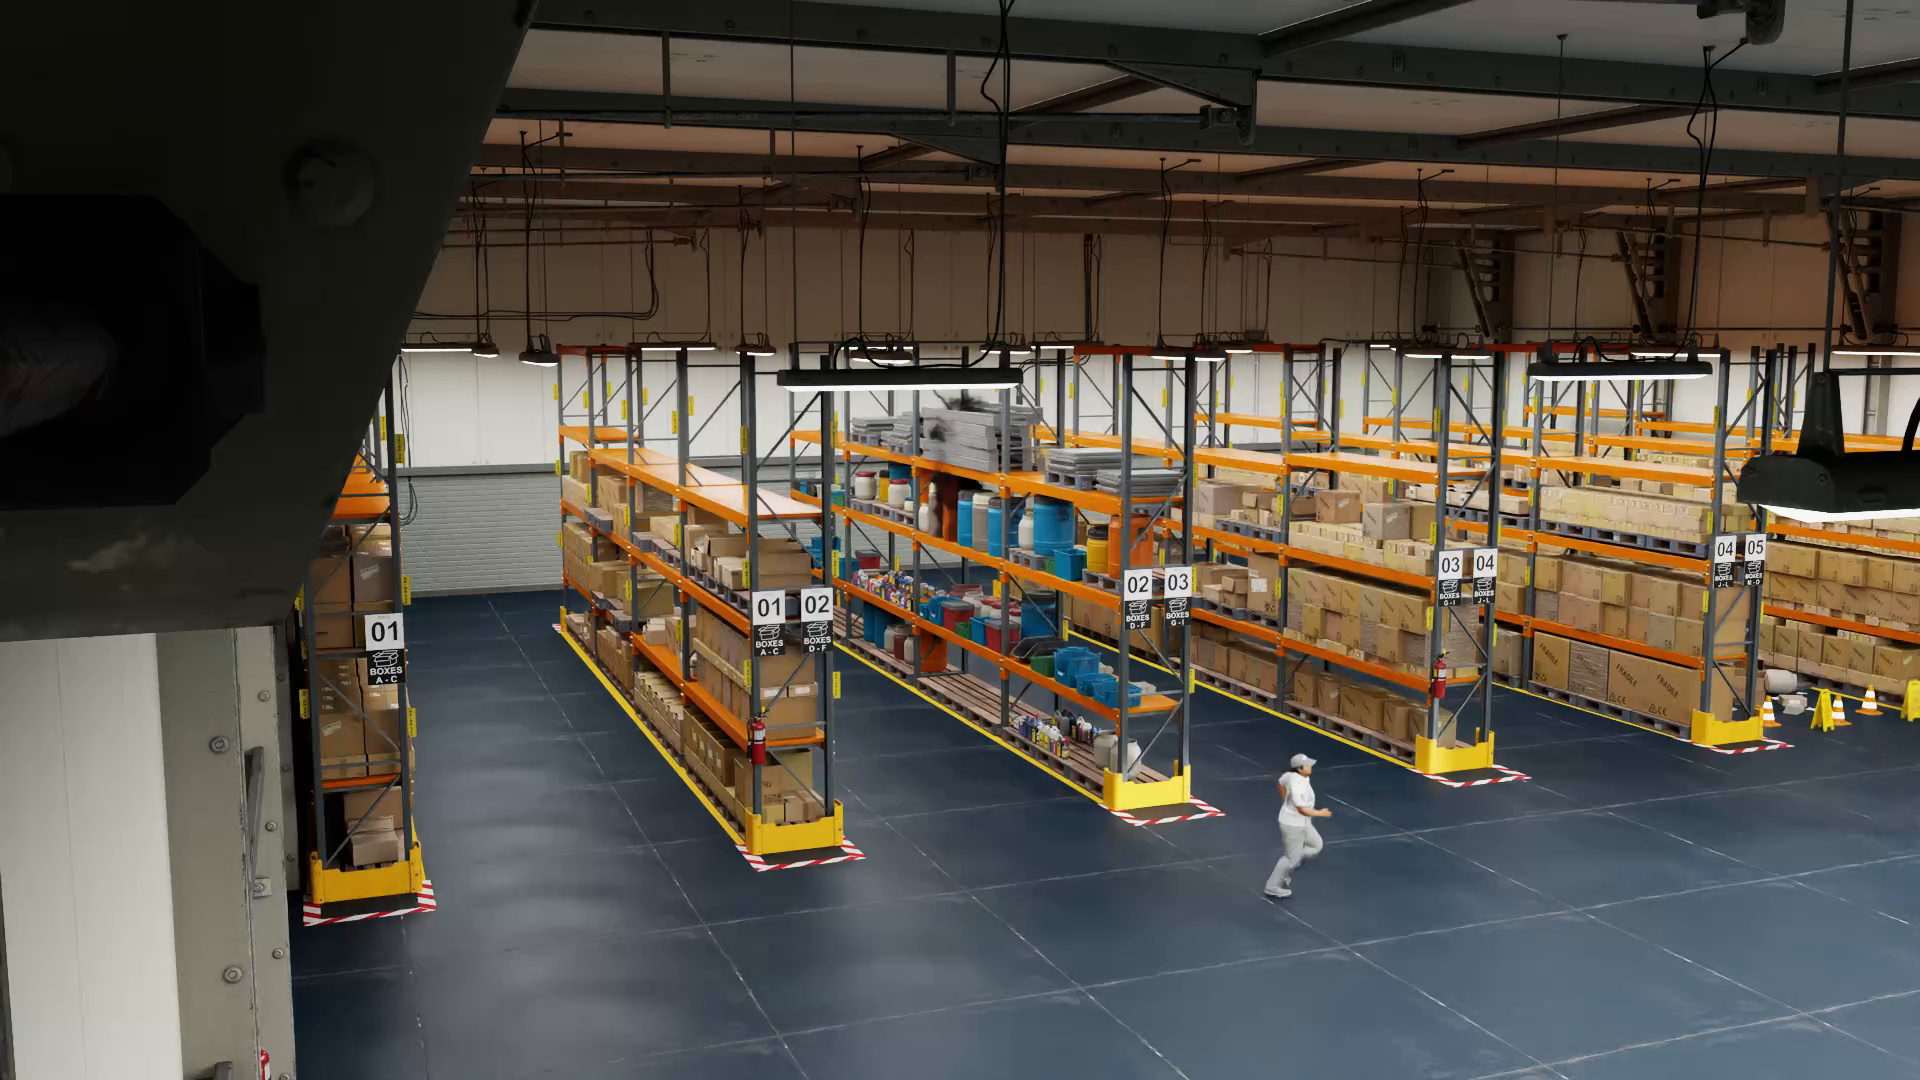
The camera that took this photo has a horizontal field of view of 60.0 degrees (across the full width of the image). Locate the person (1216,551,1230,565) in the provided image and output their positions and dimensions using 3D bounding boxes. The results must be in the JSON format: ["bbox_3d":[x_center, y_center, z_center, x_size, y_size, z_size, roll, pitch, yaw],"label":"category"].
[{"bbox_3d":[6.465,0.178,41.660,0.807,1.753,0.796,2,8,17],"label":"person"}]

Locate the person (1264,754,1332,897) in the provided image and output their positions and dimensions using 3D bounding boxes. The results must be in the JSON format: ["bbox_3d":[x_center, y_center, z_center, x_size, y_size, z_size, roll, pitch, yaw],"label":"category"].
[{"bbox_3d":[3.784,3.166,18.582,0.719,1.617,0.625,1,7,10],"label":"person"}]
